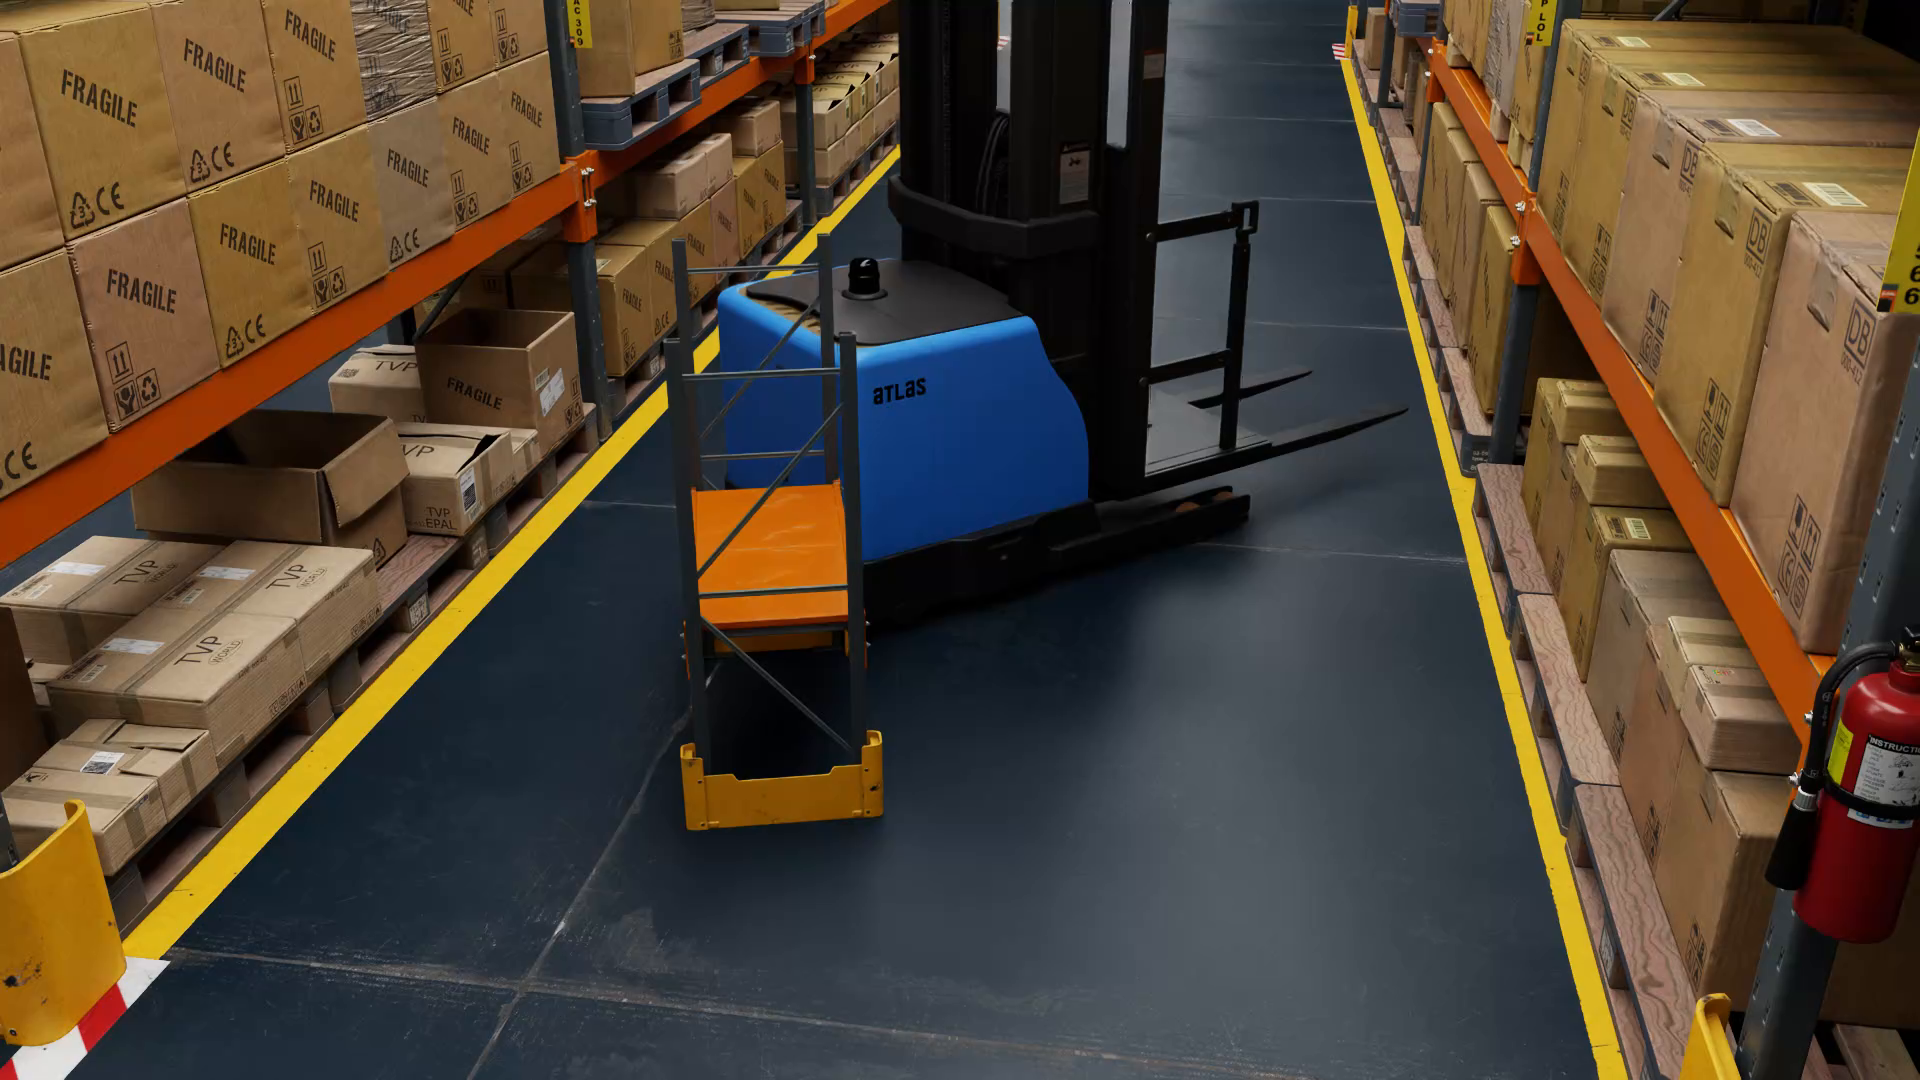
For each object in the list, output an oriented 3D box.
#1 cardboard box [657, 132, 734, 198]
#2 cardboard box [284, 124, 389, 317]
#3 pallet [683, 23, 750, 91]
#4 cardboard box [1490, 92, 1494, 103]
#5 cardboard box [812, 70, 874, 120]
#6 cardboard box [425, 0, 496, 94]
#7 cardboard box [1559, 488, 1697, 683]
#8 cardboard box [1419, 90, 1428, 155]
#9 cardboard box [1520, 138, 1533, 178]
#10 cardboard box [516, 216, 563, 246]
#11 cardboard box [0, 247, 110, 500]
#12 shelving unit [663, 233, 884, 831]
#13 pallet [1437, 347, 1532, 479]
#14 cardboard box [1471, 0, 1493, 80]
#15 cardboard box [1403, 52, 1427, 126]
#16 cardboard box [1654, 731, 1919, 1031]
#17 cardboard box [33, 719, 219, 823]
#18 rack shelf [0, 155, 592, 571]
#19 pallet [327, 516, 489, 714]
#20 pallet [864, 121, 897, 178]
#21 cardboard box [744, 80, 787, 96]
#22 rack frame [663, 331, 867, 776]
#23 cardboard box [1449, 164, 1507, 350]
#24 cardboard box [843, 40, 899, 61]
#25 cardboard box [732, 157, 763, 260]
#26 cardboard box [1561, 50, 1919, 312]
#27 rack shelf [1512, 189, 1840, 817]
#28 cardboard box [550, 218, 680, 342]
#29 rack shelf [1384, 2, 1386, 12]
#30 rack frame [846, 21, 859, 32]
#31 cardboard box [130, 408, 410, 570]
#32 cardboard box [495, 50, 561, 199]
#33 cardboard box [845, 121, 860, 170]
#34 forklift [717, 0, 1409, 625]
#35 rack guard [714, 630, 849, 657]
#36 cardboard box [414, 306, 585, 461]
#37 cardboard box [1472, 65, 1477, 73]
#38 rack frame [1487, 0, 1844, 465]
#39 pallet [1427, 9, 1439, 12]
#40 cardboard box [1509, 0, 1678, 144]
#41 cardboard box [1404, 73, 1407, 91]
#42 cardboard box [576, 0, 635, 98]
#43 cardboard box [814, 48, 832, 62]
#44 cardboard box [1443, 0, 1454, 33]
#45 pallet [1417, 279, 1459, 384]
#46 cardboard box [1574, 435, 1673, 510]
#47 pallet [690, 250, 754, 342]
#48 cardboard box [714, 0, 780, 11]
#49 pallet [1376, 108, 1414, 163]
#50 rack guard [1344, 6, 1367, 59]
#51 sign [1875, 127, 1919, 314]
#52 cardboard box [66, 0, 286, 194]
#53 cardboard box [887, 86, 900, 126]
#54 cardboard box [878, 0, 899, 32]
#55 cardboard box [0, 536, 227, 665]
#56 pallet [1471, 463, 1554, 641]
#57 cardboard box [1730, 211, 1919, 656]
[{"bbox_3d":[-1.568,-2.082,9.205,0.500,0.250,0.500,4,25,8],"label":"cardboard box"},{"bbox_3d":[-2.206,-1.037,5.308,0.500,0.500,0.500,4,25,9],"label":"cardboard box"},{"bbox_3d":[-1.792,-2.634,9.066,1.003,0.211,1.213,4,25,9],"label":"pallet"},{"bbox_3d":[2.837,-2.215,8.217,0.380,0.149,0.250,5,26,10],"label":"cardboard box"},{"bbox_3d":[-0.940,-3.366,12.489,0.500,0.311,0.500,3,25,7],"label":"cardboard box"},{"bbox_3d":[-2.041,-1.916,6.008,0.500,0.500,0.500,4,25,8],"label":"cardboard box"},{"bbox_3d":[2.360,0.152,5.341,0.700,0.500,0.500,5,25,10],"label":"cardboard box"},{"bbox_3d":[3.727,-2.982,12.013,0.700,0.500,0.500,4,25,8],"label":"cardboard box"},{"bbox_3d":[2.531,-1.577,6.853,0.380,0.149,0.250,4,25,9],"label":"cardboard box"},{"bbox_3d":[-2.245,-1.362,8.550,0.500,0.500,0.500,4,25,9],"label":"cardboard box"},{"bbox_3d":[-2.454,-0.402,3.952,0.500,0.500,0.500,5,25,10],"label":"cardboard box"},{"bbox_3d":[-0.590,-0.062,5.114,0.587,1.500,1.083,-3,25,-7],"label":"shelving unit"},{"bbox_3d":[2.807,-0.585,7.752,1.003,0.211,1.213,4,25,9],"label":"pallet"},{"bbox_3d":[2.823,-2.553,8.173,0.500,0.500,0.500,5,25,10],"label":"cardboard box"},{"bbox_3d":[3.959,-3.624,13.385,0.700,0.500,0.500,5,26,10],"label":"cardboard box"},{"bbox_3d":[2.117,0.795,3.967,0.700,0.500,0.500,4,25,9],"label":"cardboard box"},{"bbox_3d":[-2.338,0.639,4.670,0.380,0.166,0.250,4,25,9],"label":"cardboard box"},{"bbox_3d":[-2.459,-0.700,5.555,1.077,0.370,4.000,4,25,9],"label":"rack shelf"},{"bbox_3d":[-2.443,0.200,6.074,1.003,0.211,1.213,4,25,9],"label":"pallet"},{"bbox_3d":[-1.104,-3.122,13.172,1.003,0.211,1.213,4,25,9],"label":"pallet"},{"bbox_3d":[-1.558,-3.188,12.109,0.500,0.311,0.500,4,25,8],"label":"cardboard box"},{"bbox_3d":[-0.523,0.147,4.666,0.500,1.500,0.032,-3,25,-7],"label":"rack frame"},{"bbox_3d":[2.876,-1.390,8.221,0.750,0.750,0.750,5,26,10],"label":"cardboard box"},{"bbox_3d":[-0.687,-4.000,13.843,0.500,0.311,0.500,5,25,10],"label":"cardboard box"},{"bbox_3d":[-1.485,-1.978,9.868,0.500,0.500,0.500,3,25,7],"label":"cardboard box"},{"bbox_3d":[2.526,-1.126,5.263,0.980,0.700,0.700,3,25,7],"label":"cardboard box"},{"bbox_3d":[2.428,-0.358,4.825,1.077,0.370,4.000,4,25,9],"label":"rack shelf"},{"bbox_3d":[-1.737,-1.339,8.501,0.500,0.500,0.500,4,25,9],"label":"cardboard box"},{"bbox_3d":[4.390,-5.377,15.548,1.077,0.370,4.000,4,25,9],"label":"rack shelf"},{"bbox_3d":[-0.825,-5.208,14.338,1.000,3.000,0.127,4,25,9],"label":"rack frame"},{"bbox_3d":[-2.434,-0.145,5.946,0.797,0.503,0.637,4,25,9],"label":"cardboard box"},{"bbox_3d":[-1.961,-1.681,6.684,0.500,0.500,0.500,4,25,9],"label":"cardboard box"},{"bbox_3d":[-1.022,-2.889,12.132,0.500,0.250,0.500,3,25,7],"label":"cardboard box"},{"bbox_3d":[0.582,-1.484,6.463,3.031,2.935,1.130,-16,29,-30],"label":"forklift"},{"bbox_3d":[-0.657,0.295,5.826,0.587,0.250,0.087,-3,25,-7],"label":"rack guard"},{"bbox_3d":[-1.946,-0.671,7.075,0.500,0.500,0.500,4,25,9],"label":"cardboard box"},{"bbox_3d":[3.030,-2.643,9.131,0.380,0.149,0.250,4,25,8],"label":"cardboard box"},{"bbox_3d":[2.755,-1.520,6.460,1.000,3.000,0.127,4,25,9],"label":"rack frame"},{"bbox_3d":[3.692,-3.937,11.849,1.003,0.211,1.213,4,25,9],"label":"pallet"},{"bbox_3d":[2.582,-1.920,6.821,0.500,0.500,0.500,4,25,8],"label":"cardboard box"},{"bbox_3d":[4.121,-4.008,14.598,0.380,0.166,0.250,1,25,2],"label":"cardboard box"},{"bbox_3d":[-1.834,-2.280,7.470,0.700,0.500,0.500,-4,25,-9],"label":"cardboard box"},{"bbox_3d":[-1.309,-3.826,13.471,0.500,0.311,0.500,3,25,7],"label":"cardboard box"},{"bbox_3d":[3.077,-3.197,9.549,0.500,0.500,0.500,5,26,10],"label":"cardboard box"},{"bbox_3d":[3.004,-1.097,8.845,1.003,0.211,1.213,4,25,9],"label":"pallet"},{"bbox_3d":[2.211,-0.218,5.365,0.380,0.149,0.250,3,25,7],"label":"cardboard box"},{"bbox_3d":[-1.840,-1.454,9.607,1.003,0.211,1.213,4,25,9],"label":"pallet"},{"bbox_3d":[-1.470,-3.499,10.074,0.700,0.500,0.500,-4,25,-9],"label":"cardboard box"},{"bbox_3d":[3.937,-3.278,13.503,1.003,0.211,1.213,4,25,9],"label":"pallet"},{"bbox_3d":[4.704,-5.375,17.644,1.175,0.500,0.348,4,25,9],"label":"rack guard"},{"bbox_3d":[1.568,-0.523,2.683,0.100,0.325,0.005,4,25,9],"label":"sign"},{"bbox_3d":[-2.289,-1.283,4.655,0.500,0.500,0.500,4,25,9],"label":"cardboard box"},{"bbox_3d":[-0.774,-3.534,13.510,0.500,0.250,0.500,5,25,10],"label":"cardboard box"},{"bbox_3d":[-0.440,-4.665,15.041,0.500,0.500,0.500,4,25,9],"label":"cardboard box"},{"bbox_3d":[-2.755,0.217,5.472,0.500,0.250,0.500,4,25,9],"label":"cardboard box"},{"bbox_3d":[2.554,0.055,6.383,1.003,0.211,1.213,4,25,9],"label":"pallet"},{"bbox_3d":[2.175,-0.197,3.279,0.980,0.700,0.700,5,26,11],"label":"cardboard box"}]
